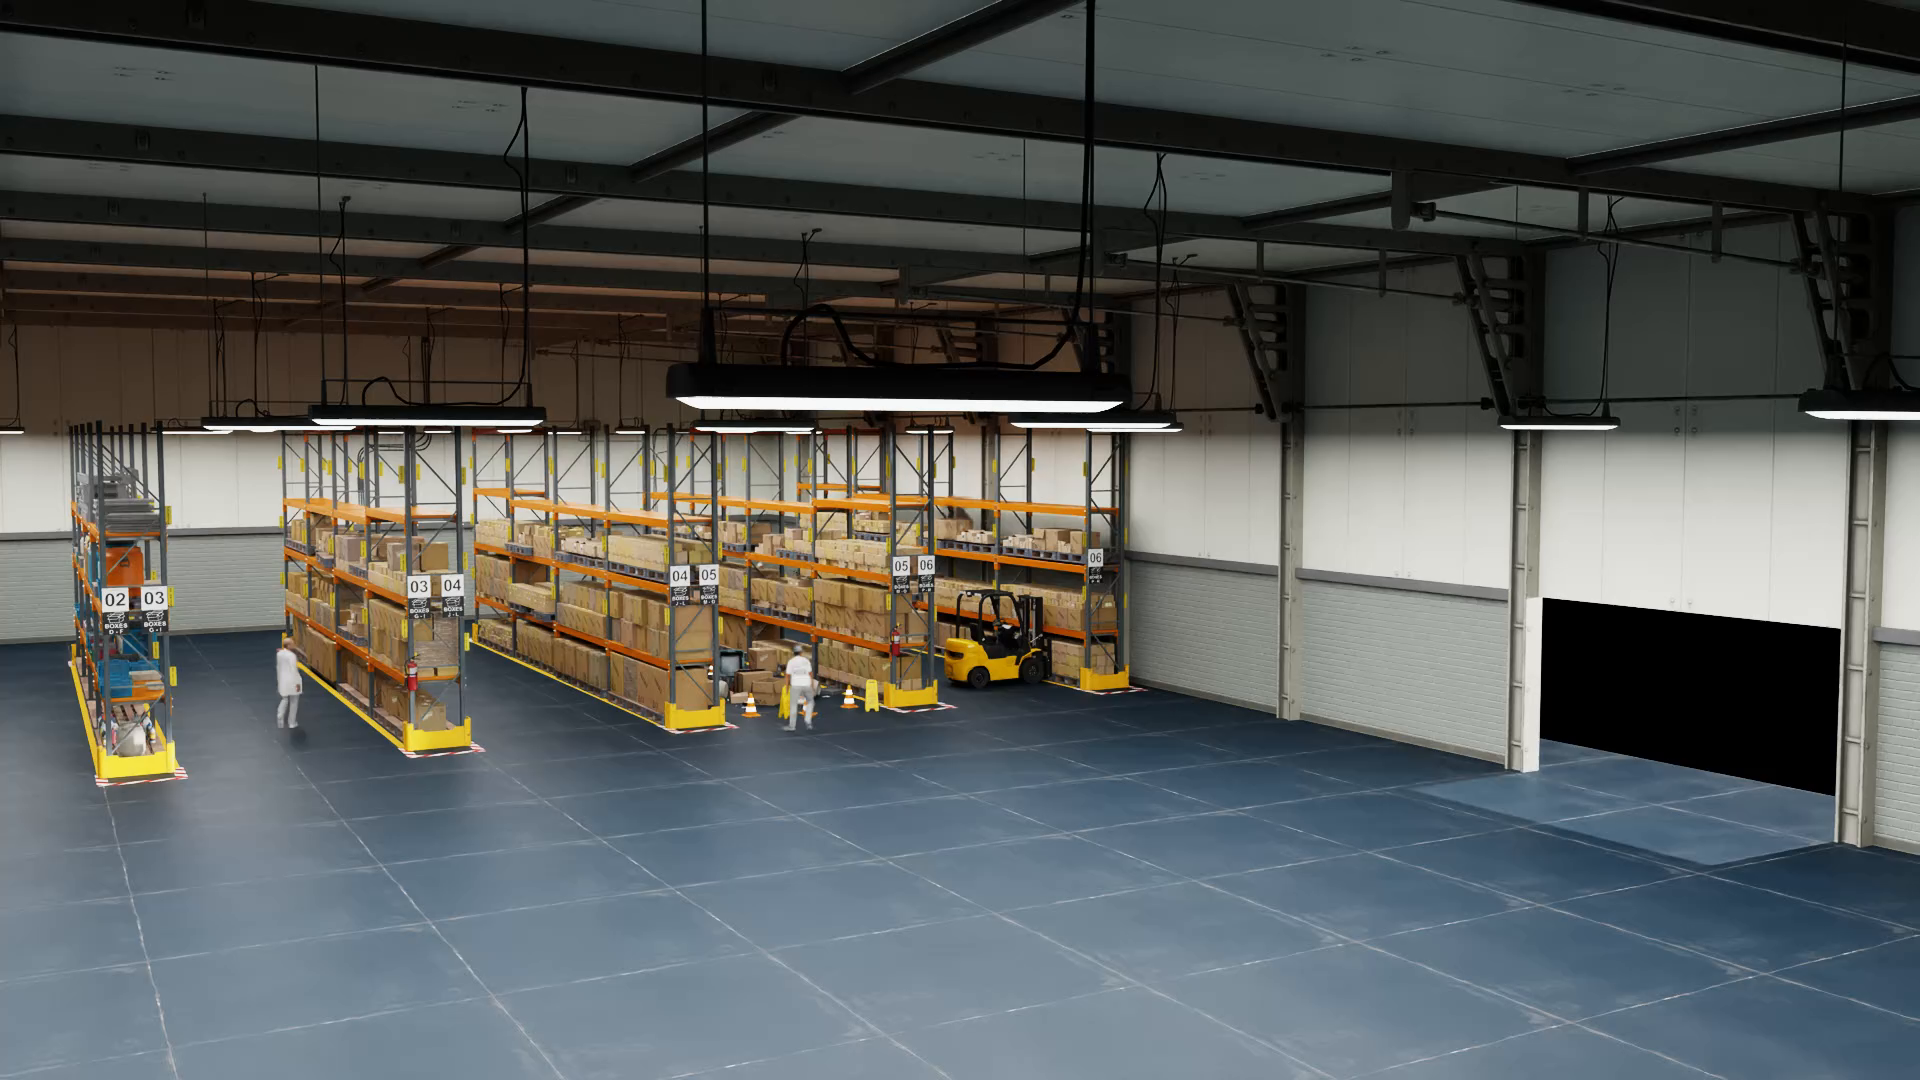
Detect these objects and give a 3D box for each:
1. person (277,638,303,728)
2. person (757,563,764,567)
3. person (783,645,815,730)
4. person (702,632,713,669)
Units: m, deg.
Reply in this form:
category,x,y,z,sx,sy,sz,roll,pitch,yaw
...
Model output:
category,x,y,z,sx,sy,sz,roll,pitch,yaw
person,-13.187,2.804,32.597,0.547,1.773,0.601,0,4,5
person,-6.347,1.613,52.754,0.569,1.757,0.746,0,4,-1
person,-3.135,2.881,32.448,0.626,1.673,0.407,-1,4,-11
person,-6.215,2.397,41.007,0.425,1.597,0.450,2,4,31
